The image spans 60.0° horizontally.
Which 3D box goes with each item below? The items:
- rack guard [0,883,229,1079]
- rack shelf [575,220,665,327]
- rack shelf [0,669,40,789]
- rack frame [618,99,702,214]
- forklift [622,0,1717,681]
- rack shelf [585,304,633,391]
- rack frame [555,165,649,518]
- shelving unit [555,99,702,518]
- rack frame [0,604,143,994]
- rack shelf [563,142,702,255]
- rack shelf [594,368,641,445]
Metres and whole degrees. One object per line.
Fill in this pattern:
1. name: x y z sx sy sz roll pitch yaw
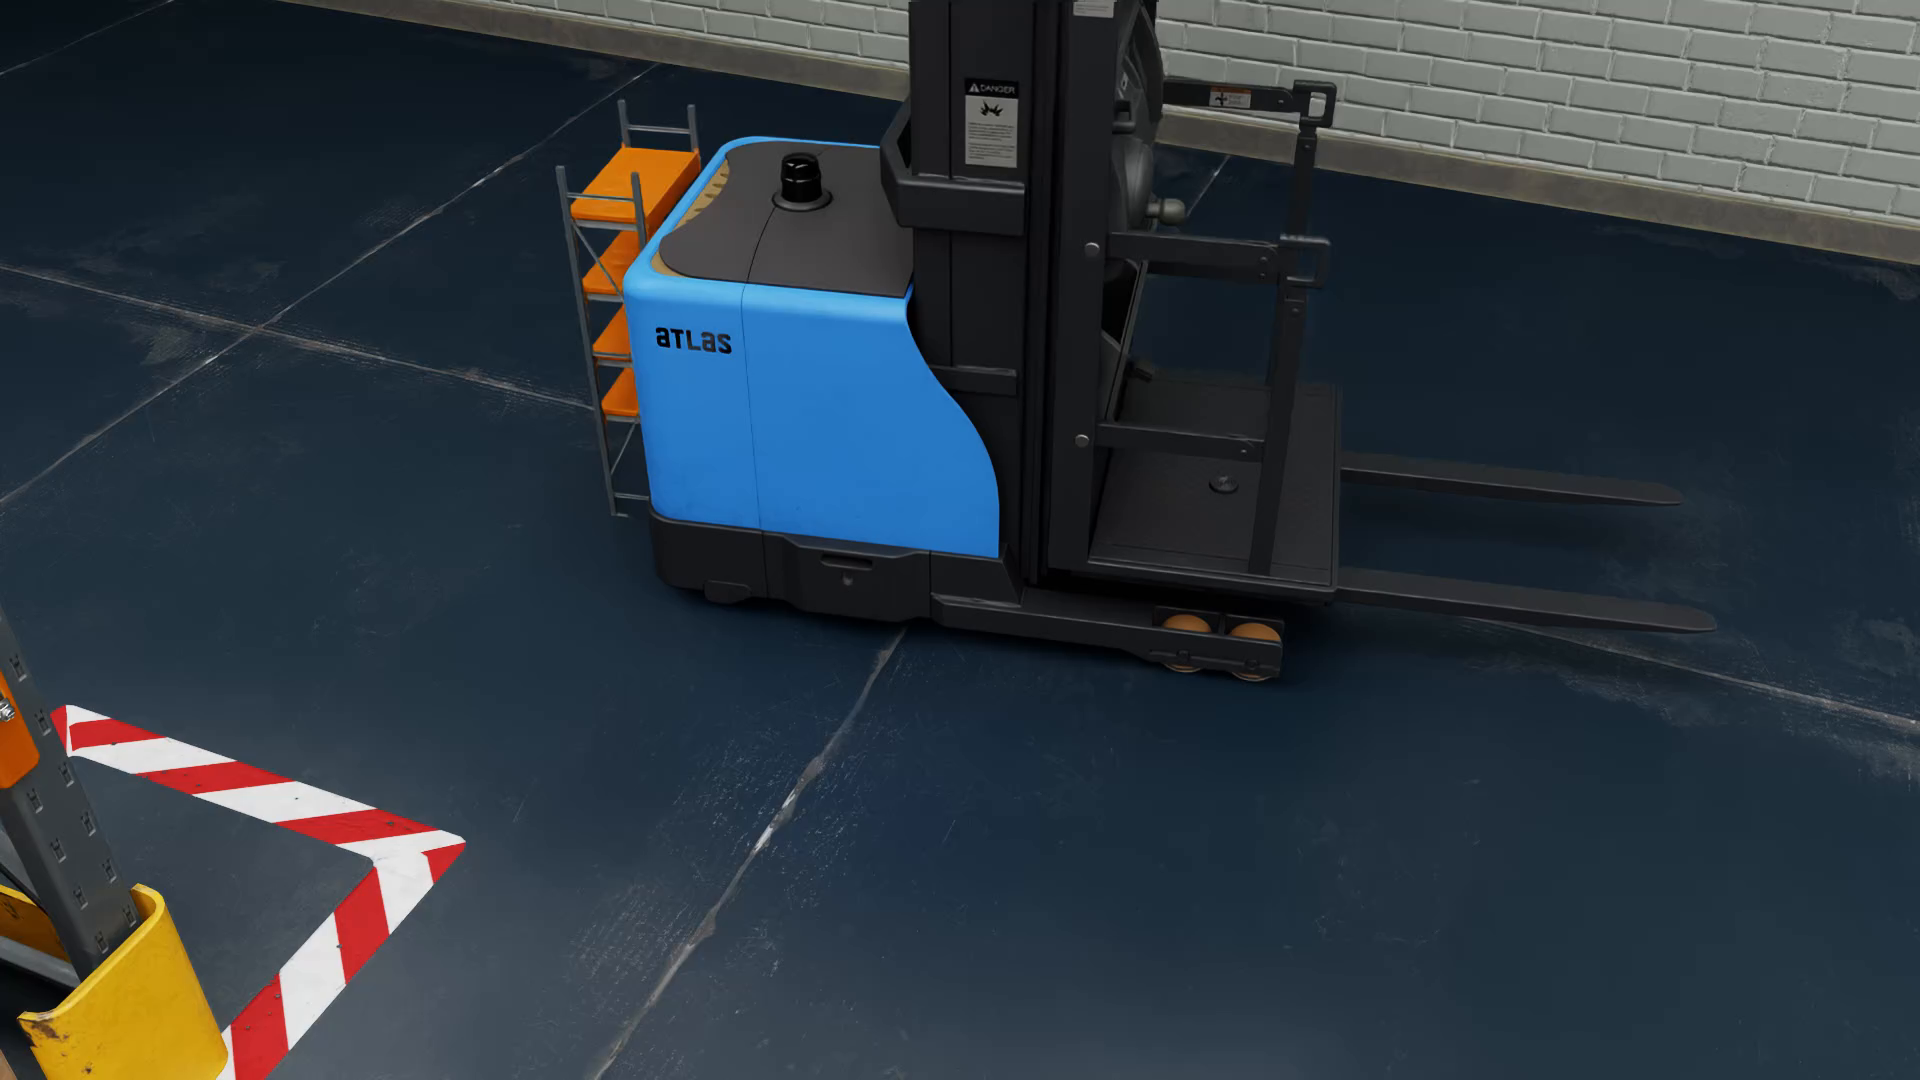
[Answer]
1. rack guard: -2.215 0.903 3.625 1.175 0.500 0.348 14 39 18
2. rack shelf: -0.960 -0.817 5.078 0.258 0.148 0.480 7 37 9
3. rack shelf: -2.947 1.255 1.666 1.077 0.370 4.000 14 39 18
4. rack frame: -0.912 -0.835 5.364 0.240 1.200 0.015 7 37 9
5. forklift: 0.650 -1.121 4.302 3.031 2.935 1.130 7 37 9
6. rack shelf: -0.959 -0.637 5.212 0.258 0.148 0.480 7 37 9
7. rack frame: -1.006 -0.548 4.980 0.240 1.200 0.015 7 37 9
8. shelving unit: -0.959 -0.691 5.172 0.258 1.200 0.503 7 37 9
9. rack frame: -2.186 -0.141 2.933 1.000 3.000 0.127 14 39 18
10. rack shelf: -0.961 -1.006 4.937 0.258 0.148 0.480 7 37 9
11. rack shelf: -0.958 -0.478 5.331 0.258 0.148 0.480 7 37 9
